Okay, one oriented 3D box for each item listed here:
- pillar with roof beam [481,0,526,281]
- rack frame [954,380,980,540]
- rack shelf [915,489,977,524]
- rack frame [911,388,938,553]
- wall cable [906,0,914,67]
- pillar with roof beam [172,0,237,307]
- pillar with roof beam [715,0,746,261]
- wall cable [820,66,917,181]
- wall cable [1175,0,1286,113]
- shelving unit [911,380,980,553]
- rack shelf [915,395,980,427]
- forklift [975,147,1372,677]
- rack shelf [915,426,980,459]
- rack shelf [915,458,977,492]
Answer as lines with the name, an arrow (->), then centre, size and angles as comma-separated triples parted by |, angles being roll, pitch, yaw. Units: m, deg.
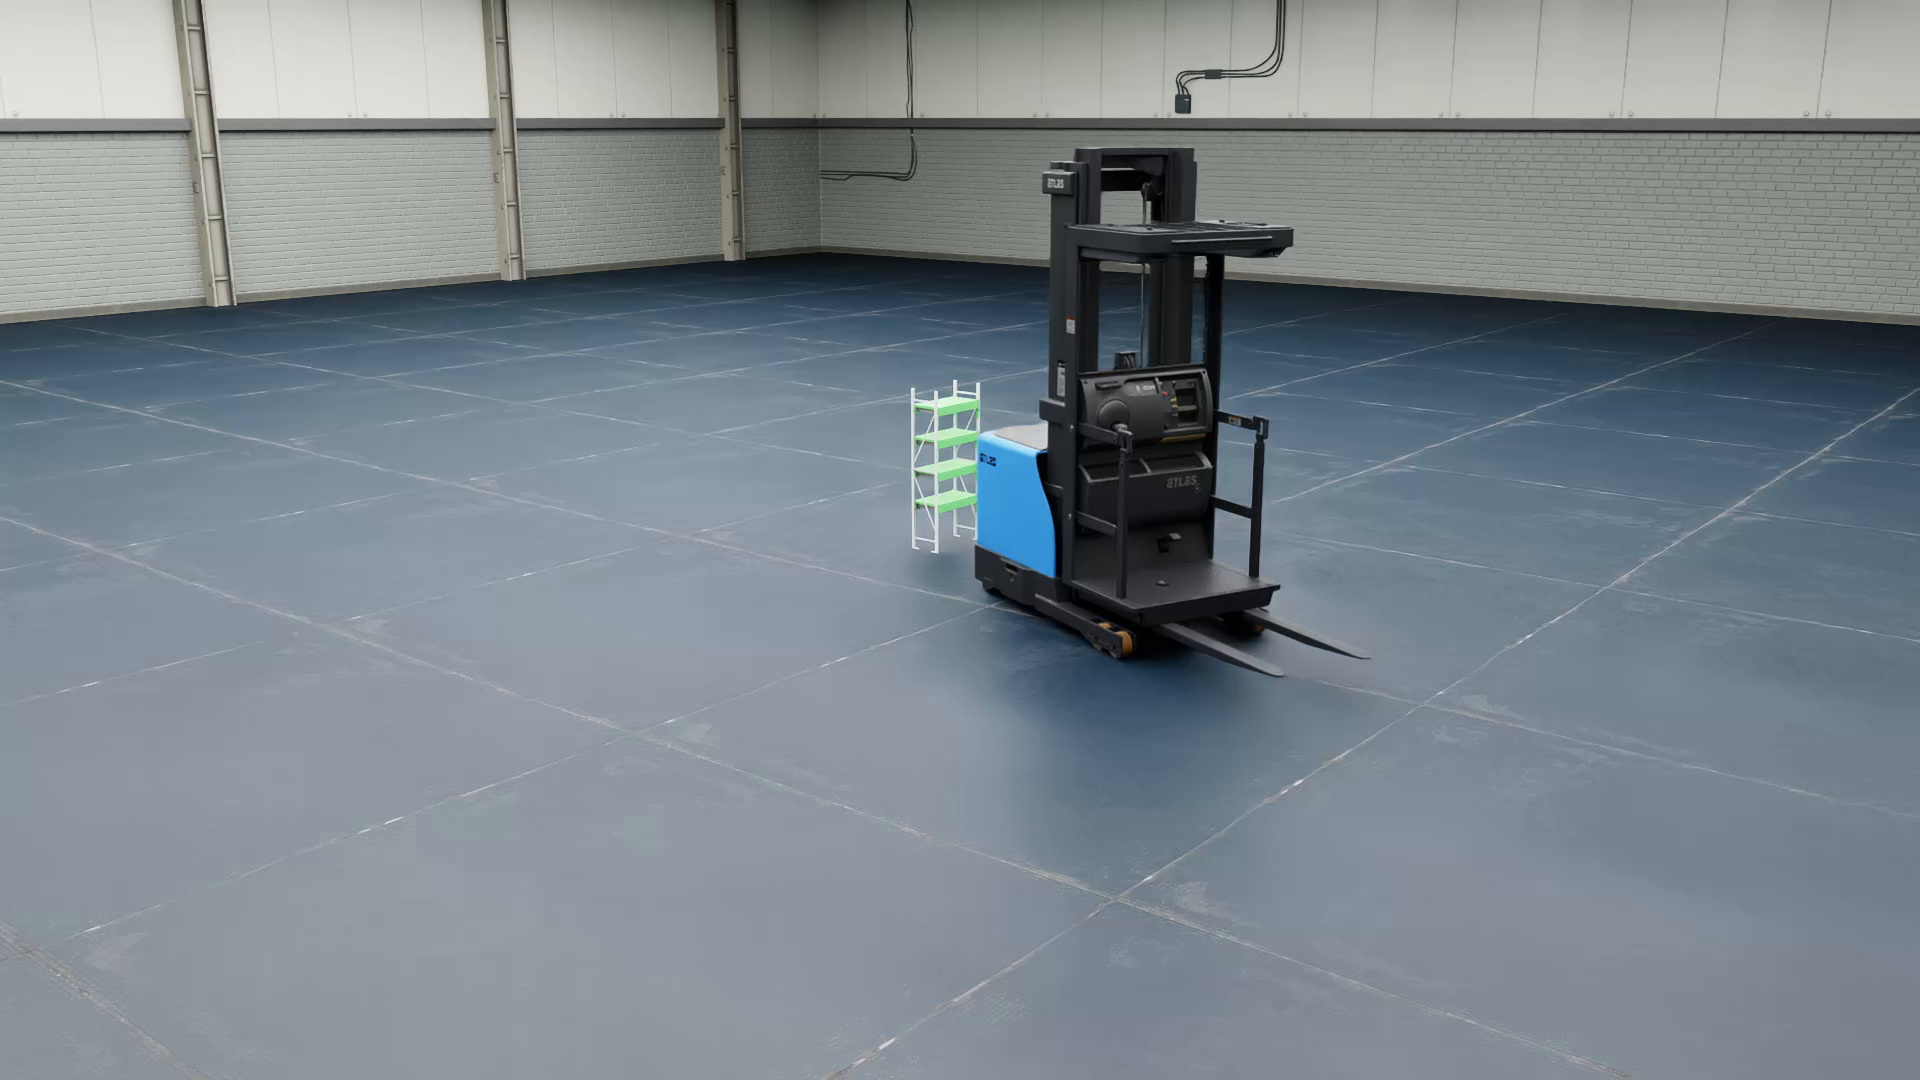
pillar with roof beam -> -5.501, -8.856, 29.208 | 9.100, 9.000, 0.400 | 11, 18, 38
rack frame -> 0.049, -0.597, 12.534 | 0.240, 1.200, 0.015 | 11, 18, 38
rack shelf -> -0.104, -0.255, 12.425 | 0.258, 0.148, 0.480 | 11, 18, 38
rack frame -> -0.257, -0.503, 12.166 | 0.240, 1.200, 0.015 | 11, 18, 38
wall cable -> -0.094, -11.555, 35.882 | 3.097, 2.526, 0.112 | 11, 18, 38
pillar with roof beam -> -9.272, -7.707, 24.685 | 9.100, 9.000, 0.400 | 11, 18, 38
pillar with roof beam -> -1.730, -10.005, 33.732 | 9.100, 9.000, 0.400 | 11, 18, 38
wall cable -> -2.198, -9.526, 38.152 | 3.097, 2.526, 0.112 | 11, 18, 38
wall cable -> 5.176, -11.207, 31.556 | 2.305, 6.003, 0.169 | 11, 18, 38
shelving unit -> -0.104, -0.550, 12.350 | 0.258, 1.200, 0.503 | 11, 18, 38
rack shelf -> -0.104, -0.953, 12.248 | 0.258, 0.148, 0.480 | 11, 18, 38
forklift -> 1.253, -0.844, 9.993 | 1.130, 2.935, 3.031 | -8, 16, -28
rack shelf -> -0.104, -0.721, 12.307 | 0.258, 0.148, 0.480 | 11, 18, 38
rack shelf -> -0.104, -0.488, 12.366 | 0.258, 0.148, 0.480 | 11, 18, 38
